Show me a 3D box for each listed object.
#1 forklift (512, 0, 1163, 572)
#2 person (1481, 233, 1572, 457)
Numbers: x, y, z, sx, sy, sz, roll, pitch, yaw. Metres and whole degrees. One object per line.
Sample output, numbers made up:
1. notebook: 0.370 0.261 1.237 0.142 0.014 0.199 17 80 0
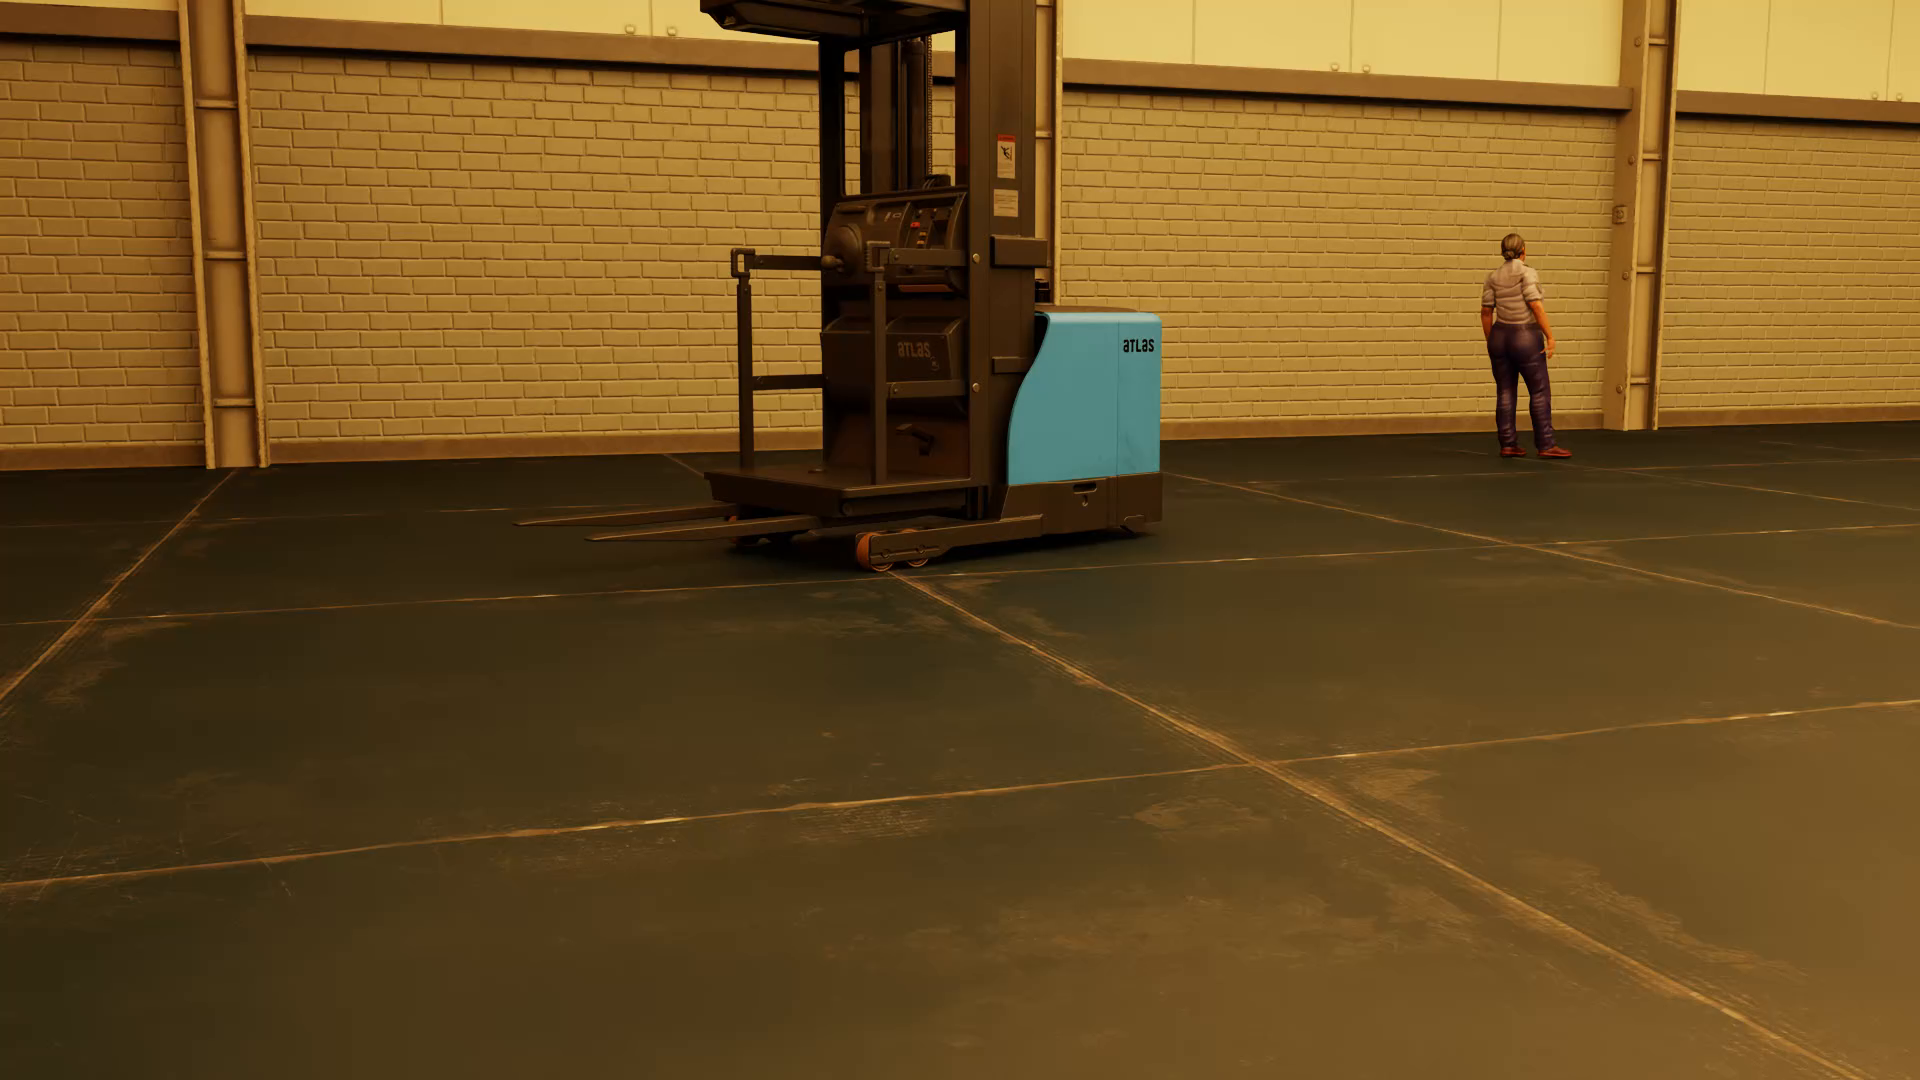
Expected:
1. forklift: -0.461 -1.399 7.333 3.031 2.935 1.130 -7 10 -40
2. person: 4.224 -1.450 12.416 0.502 1.651 0.598 -6 10 -36
